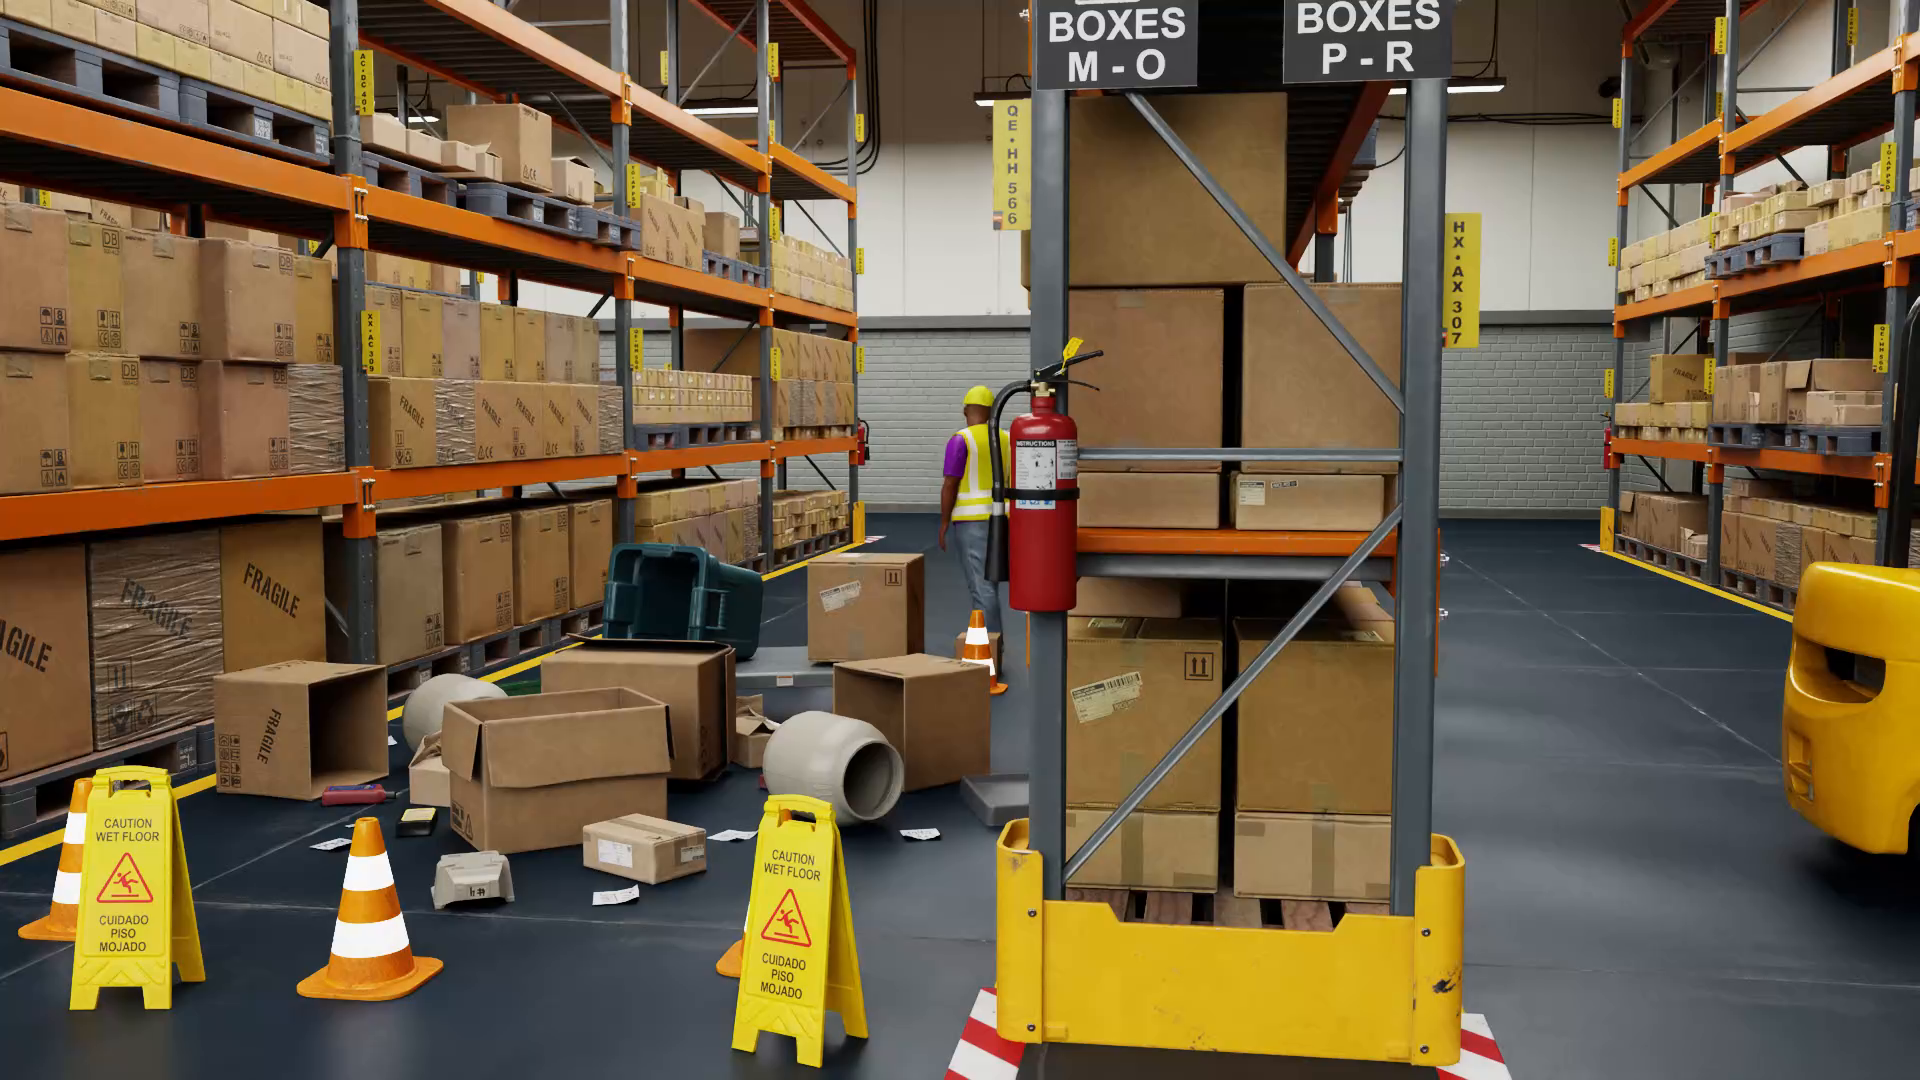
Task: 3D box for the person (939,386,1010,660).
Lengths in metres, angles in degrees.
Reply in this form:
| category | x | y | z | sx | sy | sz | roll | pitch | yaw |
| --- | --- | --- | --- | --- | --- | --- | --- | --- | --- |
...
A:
| category | x | y | z | sx | sy | sz | roll | pitch | yaw |
| --- | --- | --- | --- | --- | --- | --- | --- | --- | --- |
| person | 0.118 | -0.105 | 10.681 | 0.629 | 1.766 | 0.616 | -4 | 6 | -44 |
